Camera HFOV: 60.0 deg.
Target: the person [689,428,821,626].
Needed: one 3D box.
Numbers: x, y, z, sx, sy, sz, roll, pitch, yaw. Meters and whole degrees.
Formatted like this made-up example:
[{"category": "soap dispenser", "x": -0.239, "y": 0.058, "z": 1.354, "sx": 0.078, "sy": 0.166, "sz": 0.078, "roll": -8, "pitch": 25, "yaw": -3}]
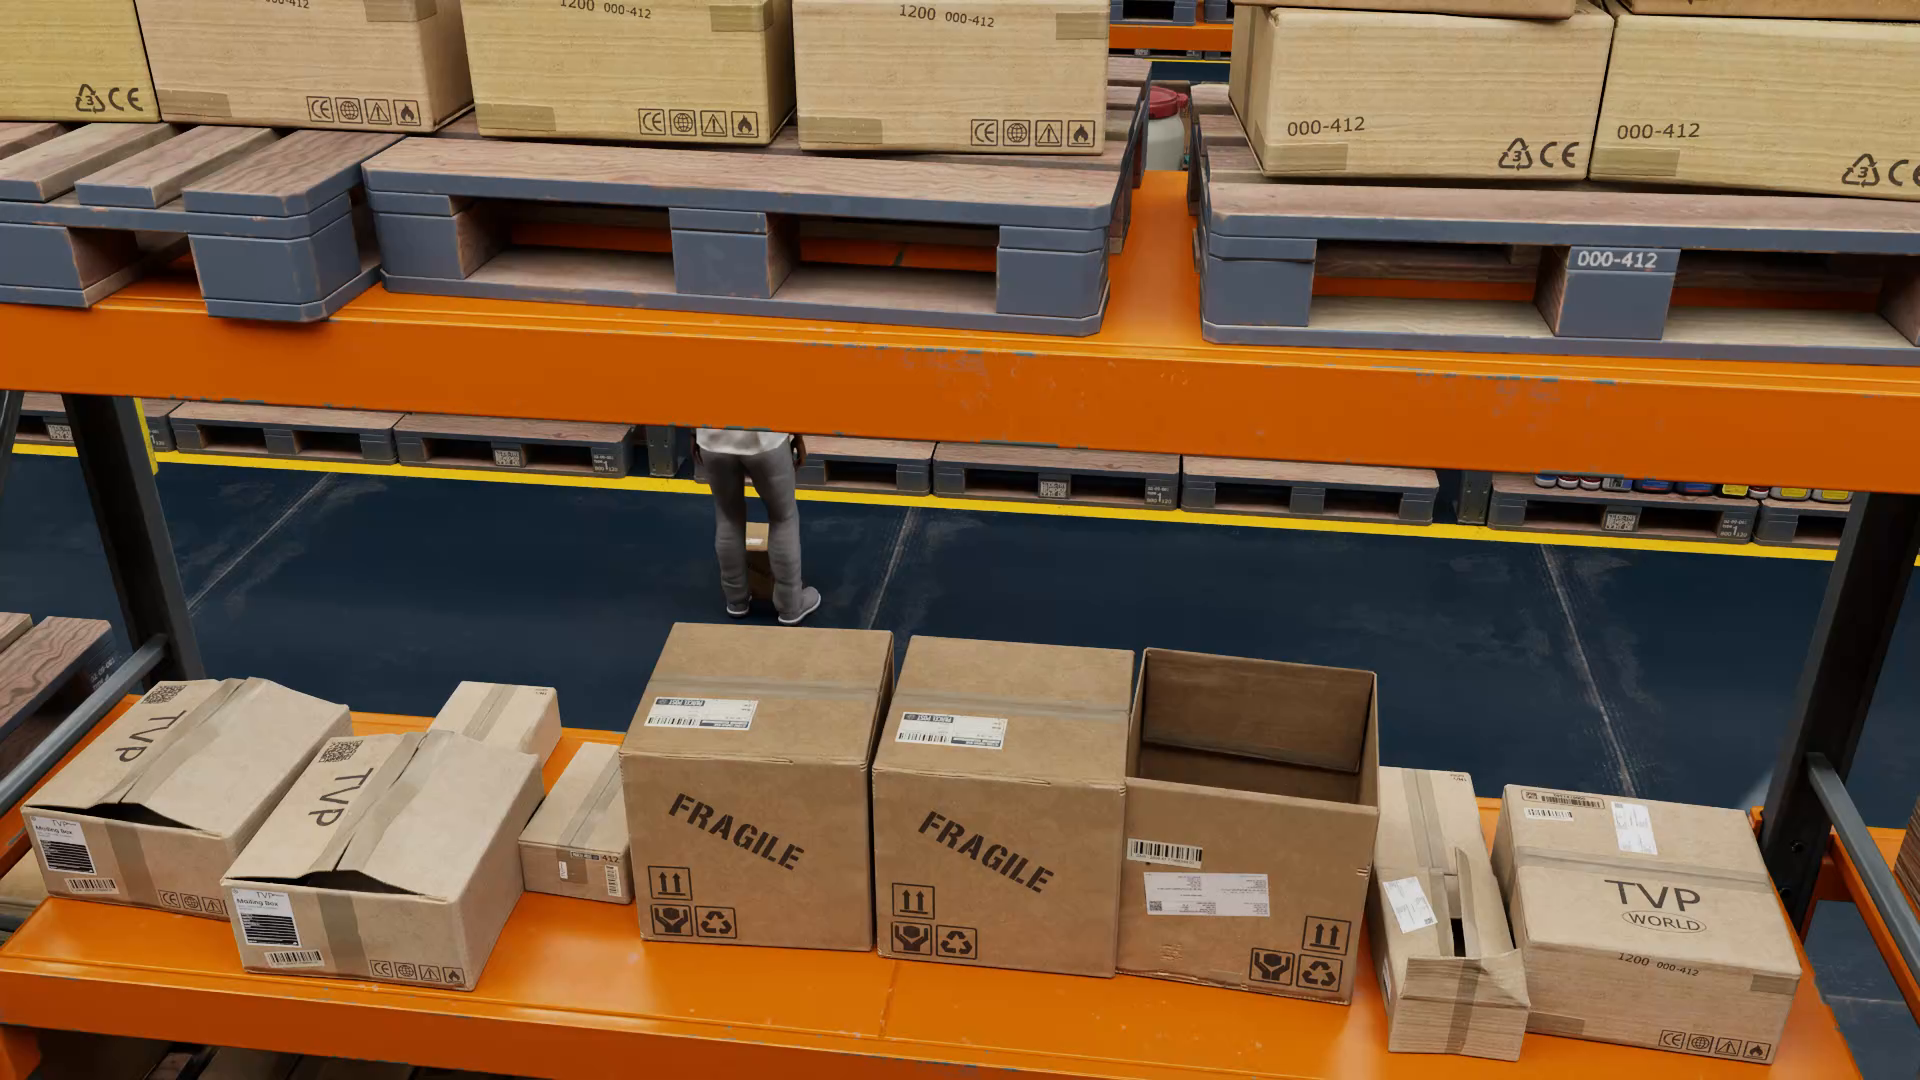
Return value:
[{"category": "person", "x": -0.878, "y": -0.417, "z": 6.891, "sx": 0.509, "sy": 1.659, "sz": 0.416, "roll": 3, "pitch": 29, "yaw": 6}]
